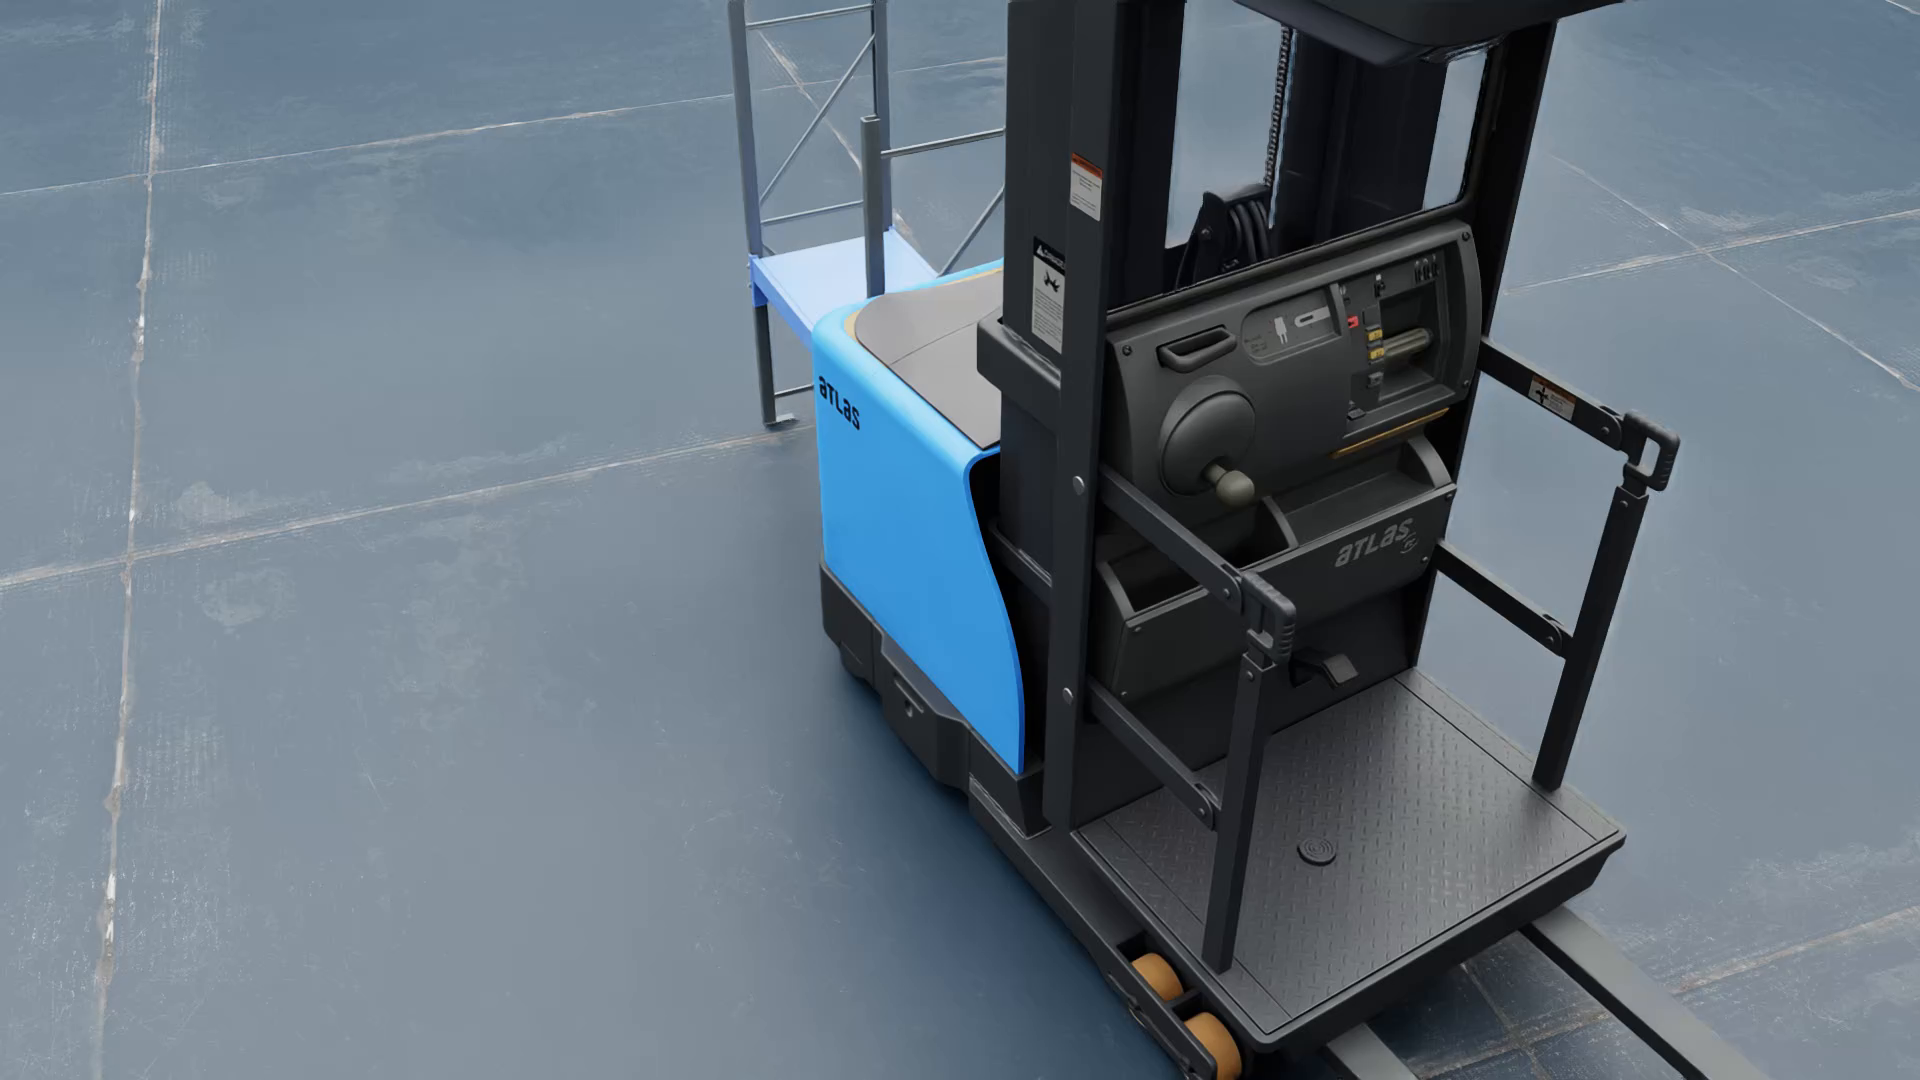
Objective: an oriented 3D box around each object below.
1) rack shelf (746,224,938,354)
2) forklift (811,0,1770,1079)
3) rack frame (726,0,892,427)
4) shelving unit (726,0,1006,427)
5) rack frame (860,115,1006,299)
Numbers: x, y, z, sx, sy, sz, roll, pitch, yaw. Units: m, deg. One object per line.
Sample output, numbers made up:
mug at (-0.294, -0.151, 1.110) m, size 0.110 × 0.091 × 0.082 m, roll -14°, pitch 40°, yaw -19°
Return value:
rack shelf at (-0.238, -0.646, 5.159) m, size 0.538 × 0.185 × 1.000 m, roll -16°, pitch 40°, yaw -20°
forklift at (0.812, -0.291, 3.200) m, size 1.130 × 2.935 × 3.031 m, roll -21°, pitch 42°, yaw -25°
rack frame at (-0.457, -1.065, 5.418) m, size 0.500 × 1.500 × 0.032 m, roll -16°, pitch 40°, yaw -20°
shelving unit at (-0.238, -0.789, 5.051) m, size 0.538 × 1.500 × 1.048 m, roll -16°, pitch 40°, yaw -20°
rack frame at (-0.019, -0.513, 4.685) m, size 0.500 × 1.500 × 0.032 m, roll -16°, pitch 40°, yaw -20°
